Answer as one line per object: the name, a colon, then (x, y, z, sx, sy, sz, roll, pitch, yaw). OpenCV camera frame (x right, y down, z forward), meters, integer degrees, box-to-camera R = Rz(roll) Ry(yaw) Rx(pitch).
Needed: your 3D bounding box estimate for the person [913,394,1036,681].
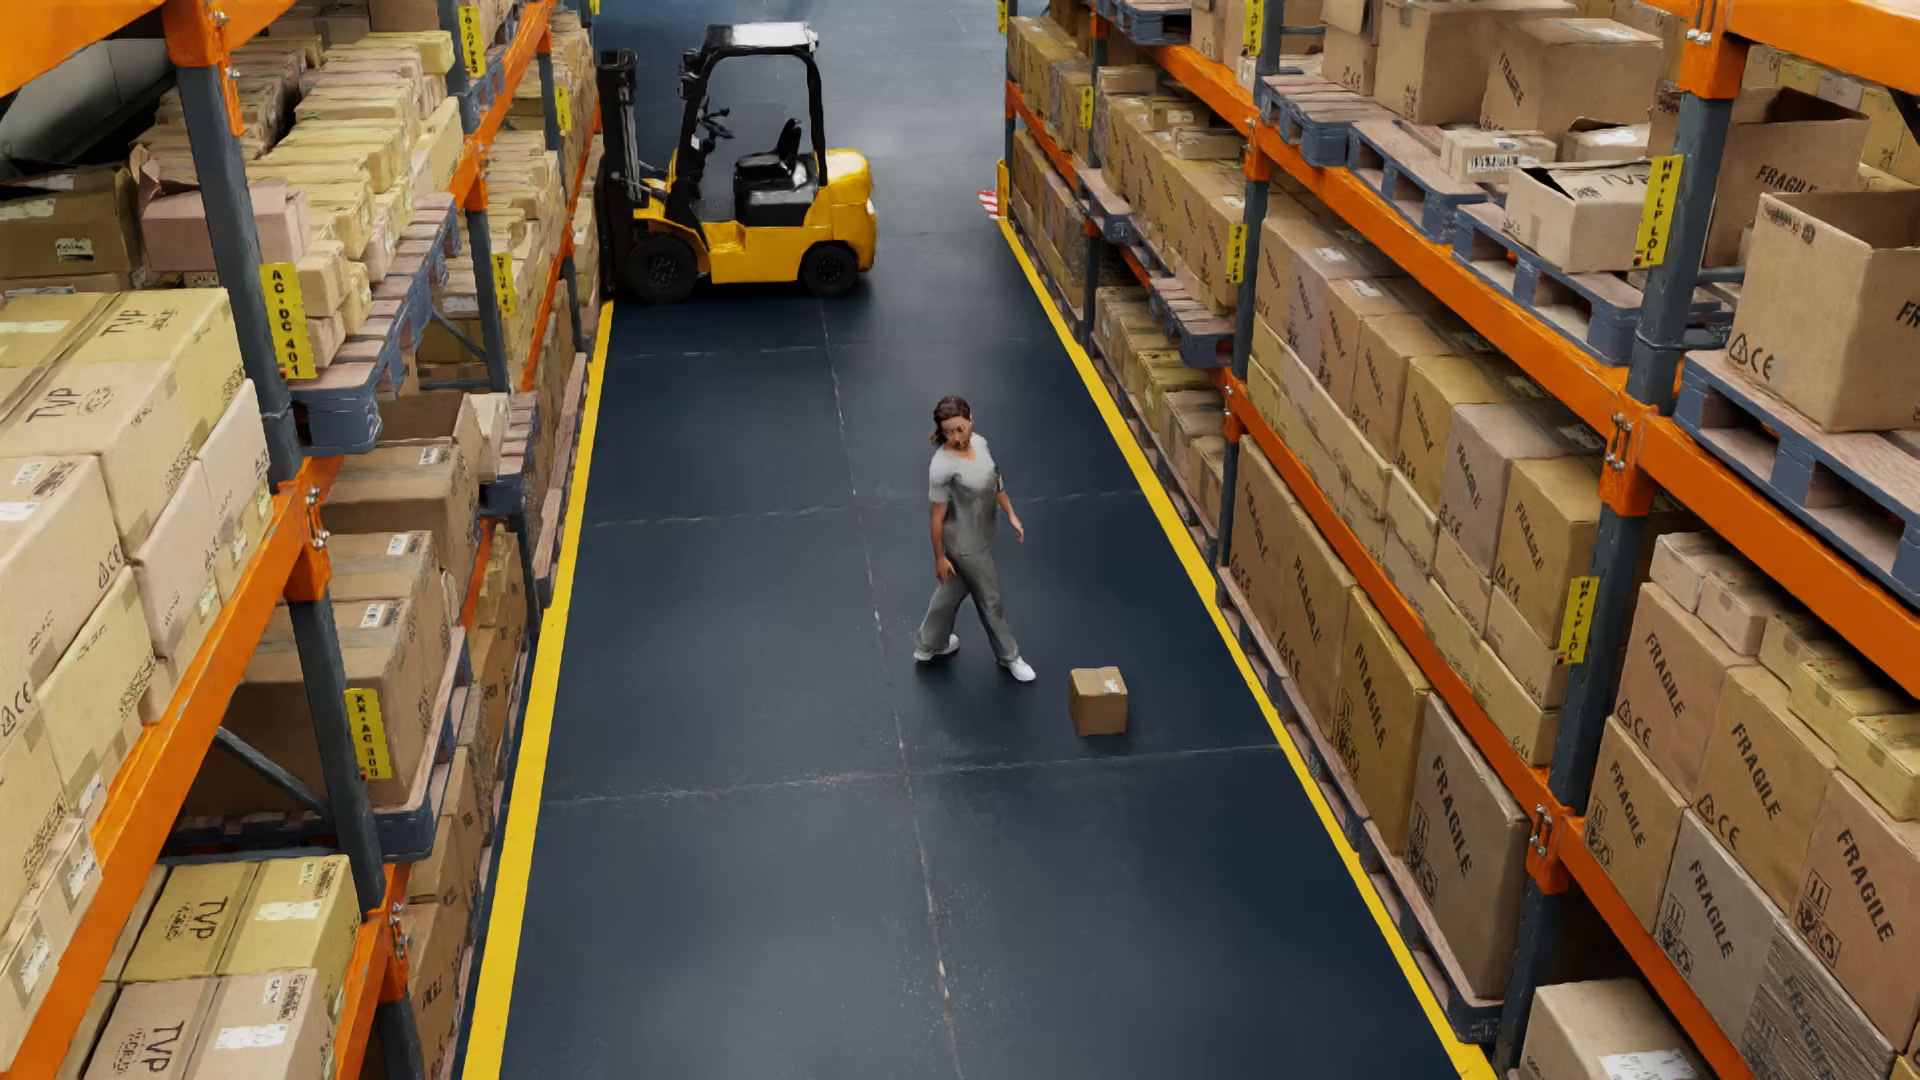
person: (0.071, 0.010, 8.660, 0.699, 1.600, 0.494, 9, 29, 17)
